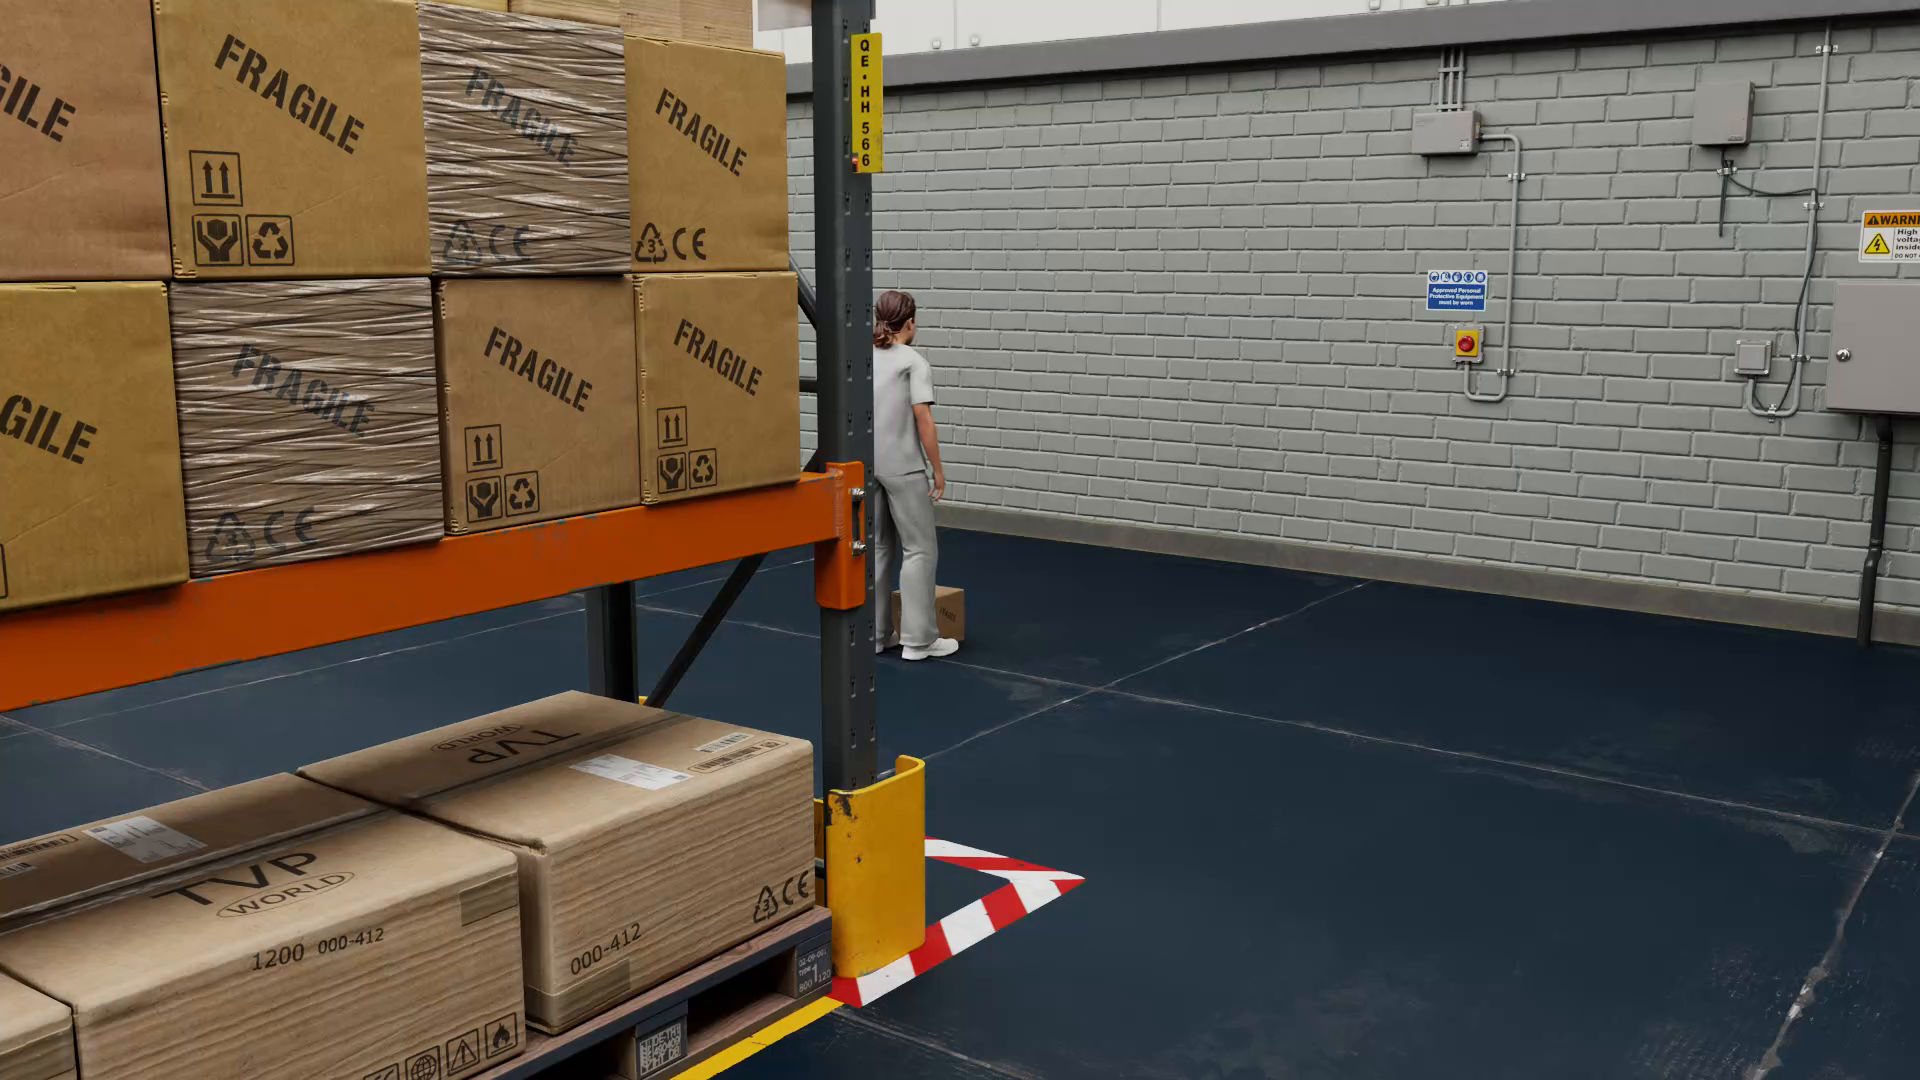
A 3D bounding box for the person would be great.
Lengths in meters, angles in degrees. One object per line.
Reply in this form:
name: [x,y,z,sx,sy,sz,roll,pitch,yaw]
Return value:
person: [-0.295,-0.300,7.634,0.511,1.670,0.353,7,12,33]
